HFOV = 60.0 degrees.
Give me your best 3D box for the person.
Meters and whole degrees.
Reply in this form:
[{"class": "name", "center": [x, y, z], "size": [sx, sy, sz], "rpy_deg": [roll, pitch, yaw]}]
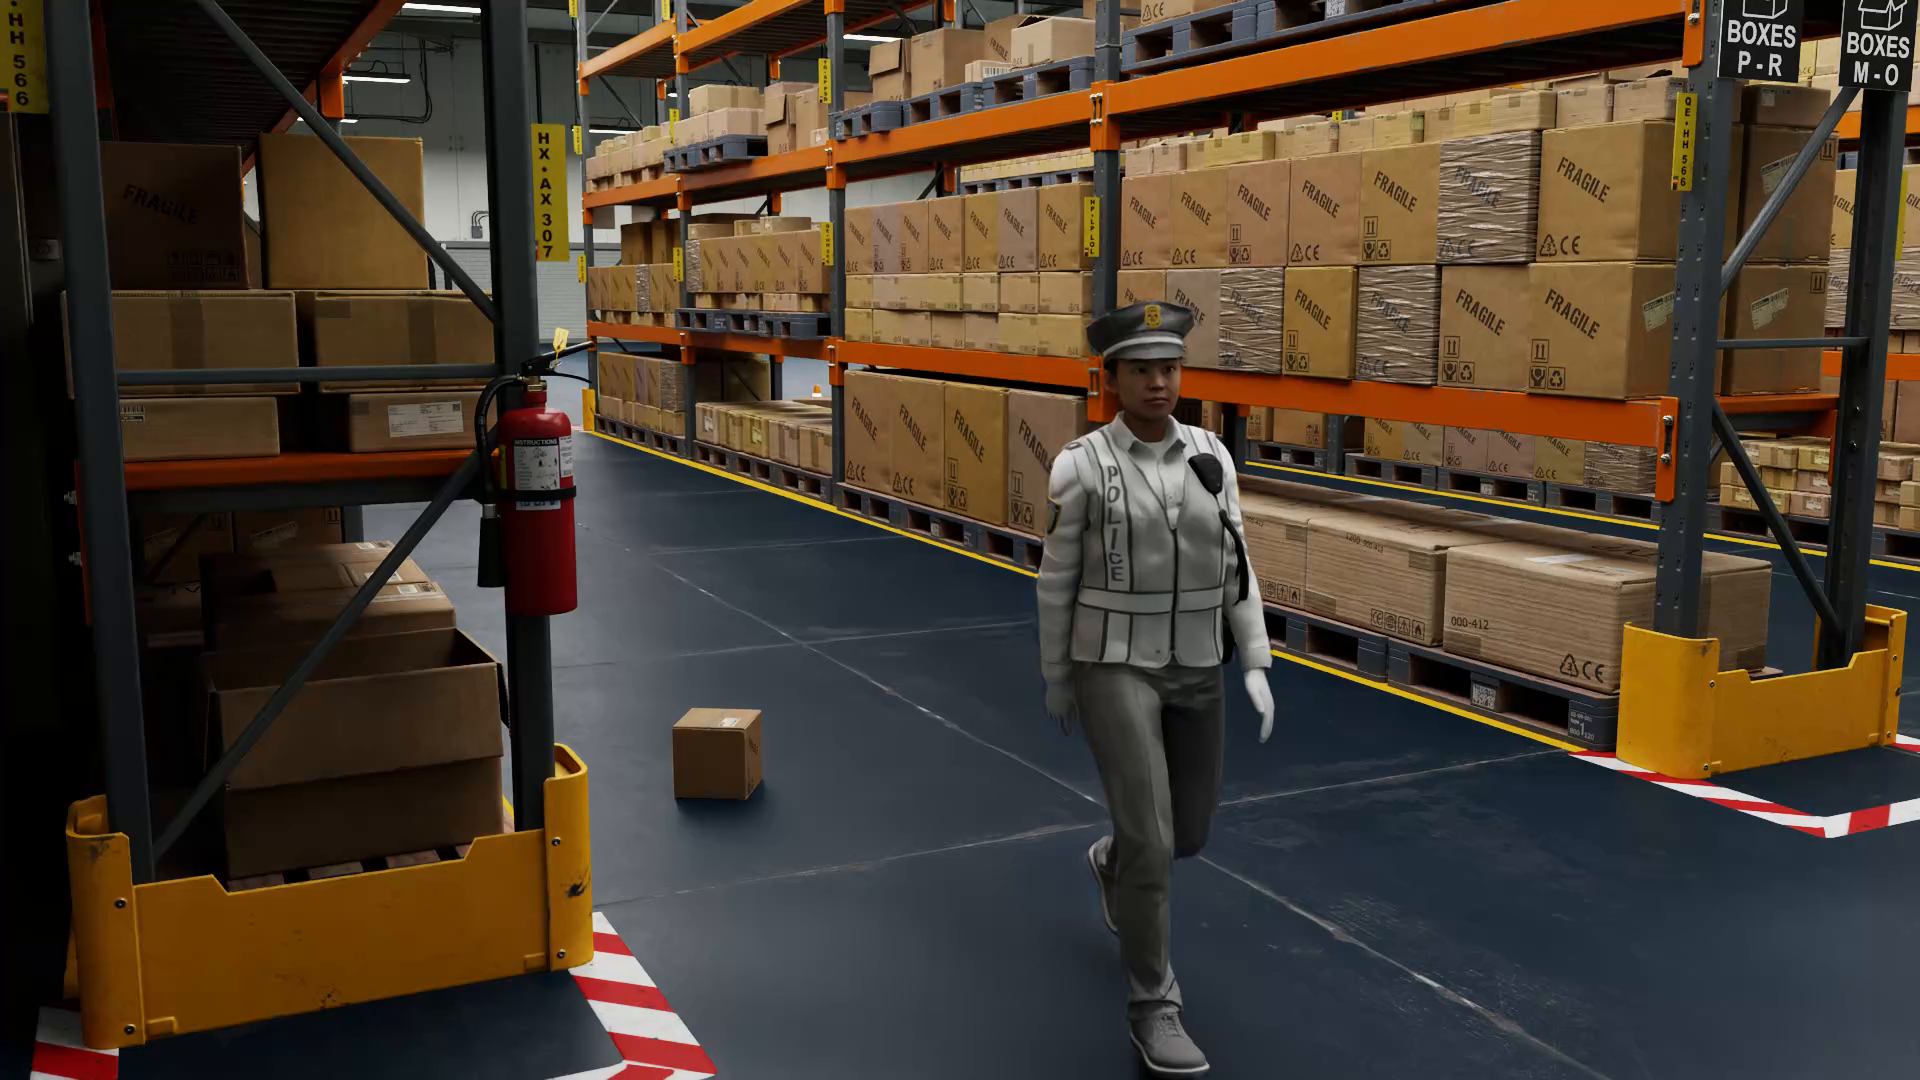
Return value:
[{"class": "person", "center": [0.424, 0.280, 3.811], "size": [0.484, 1.647, 0.872], "rpy_deg": [-3, 9, -19]}]
